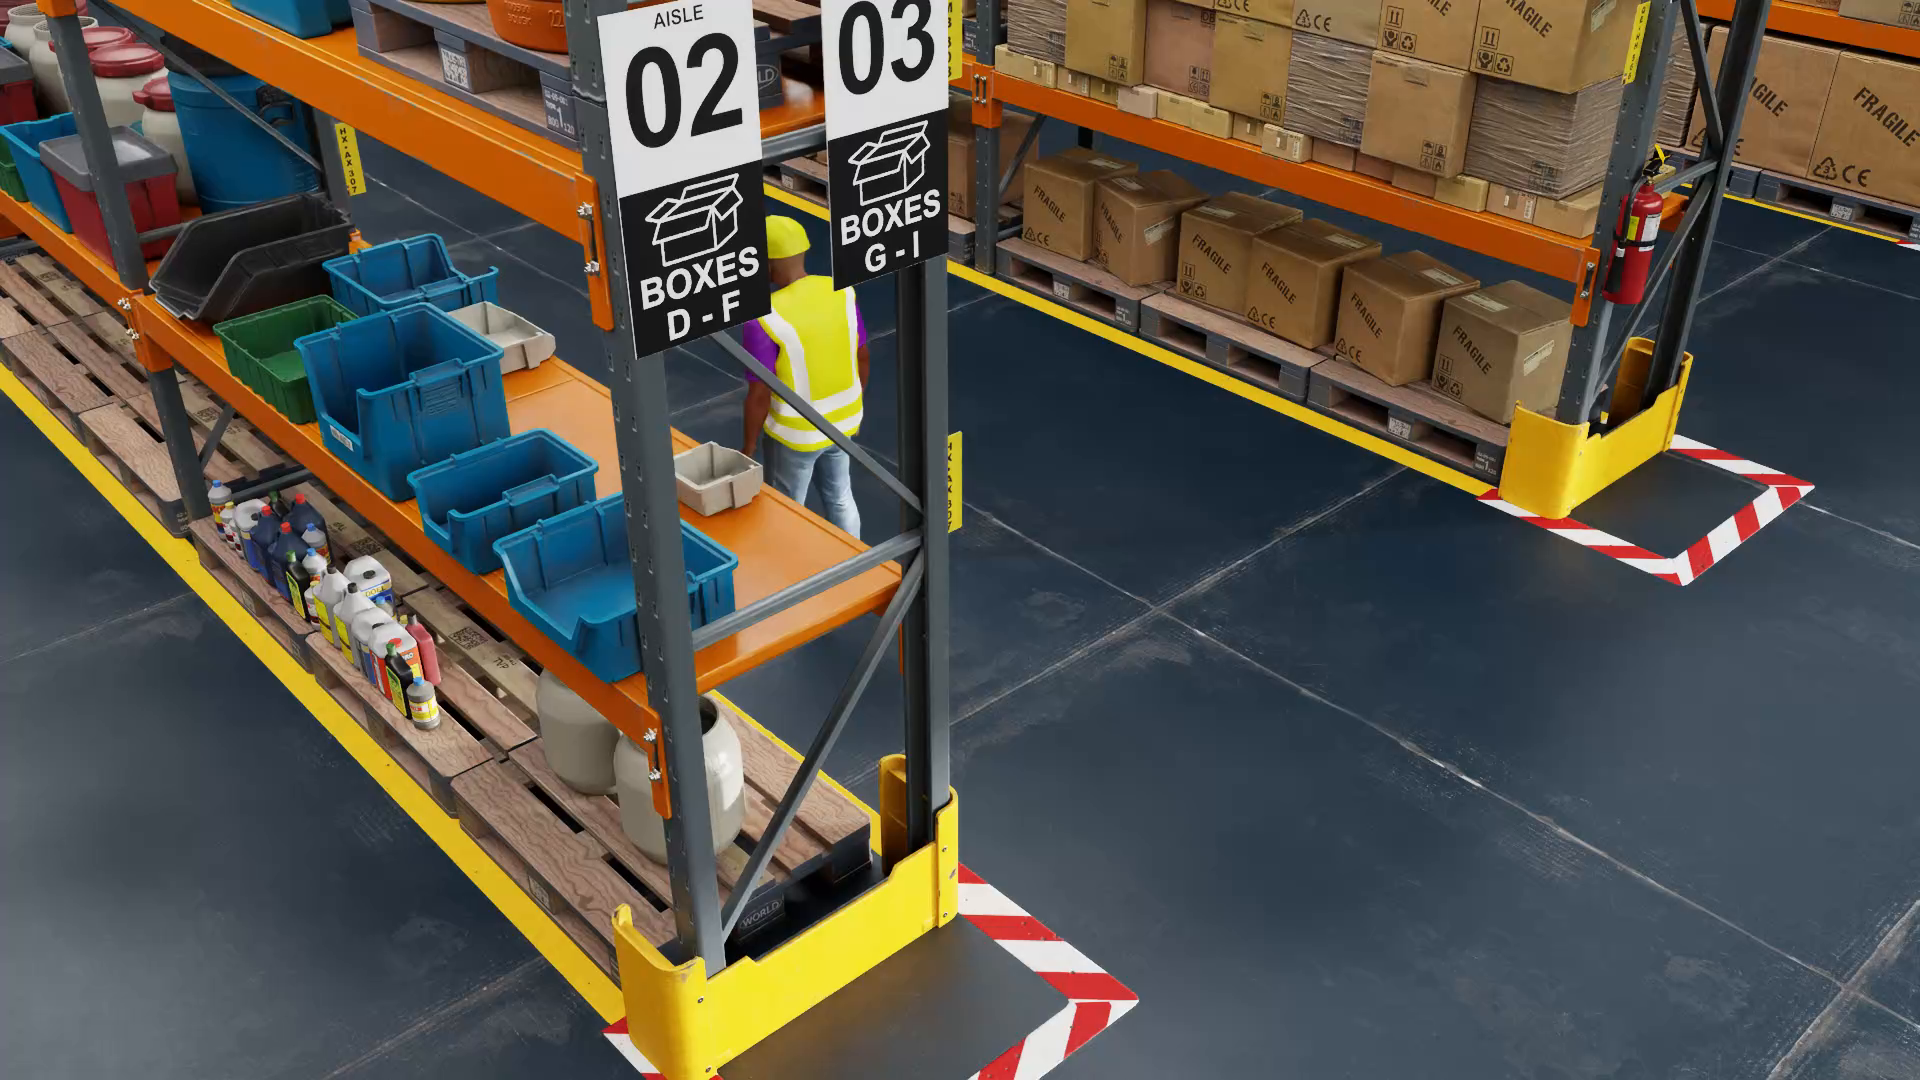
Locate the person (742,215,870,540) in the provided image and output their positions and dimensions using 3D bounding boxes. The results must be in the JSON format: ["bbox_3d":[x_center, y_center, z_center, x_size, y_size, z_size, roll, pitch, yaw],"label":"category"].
[{"bbox_3d":[-0.648,-0.500,6.931,0.627,1.760,0.459,-26,40,-35],"label":"person"}]
